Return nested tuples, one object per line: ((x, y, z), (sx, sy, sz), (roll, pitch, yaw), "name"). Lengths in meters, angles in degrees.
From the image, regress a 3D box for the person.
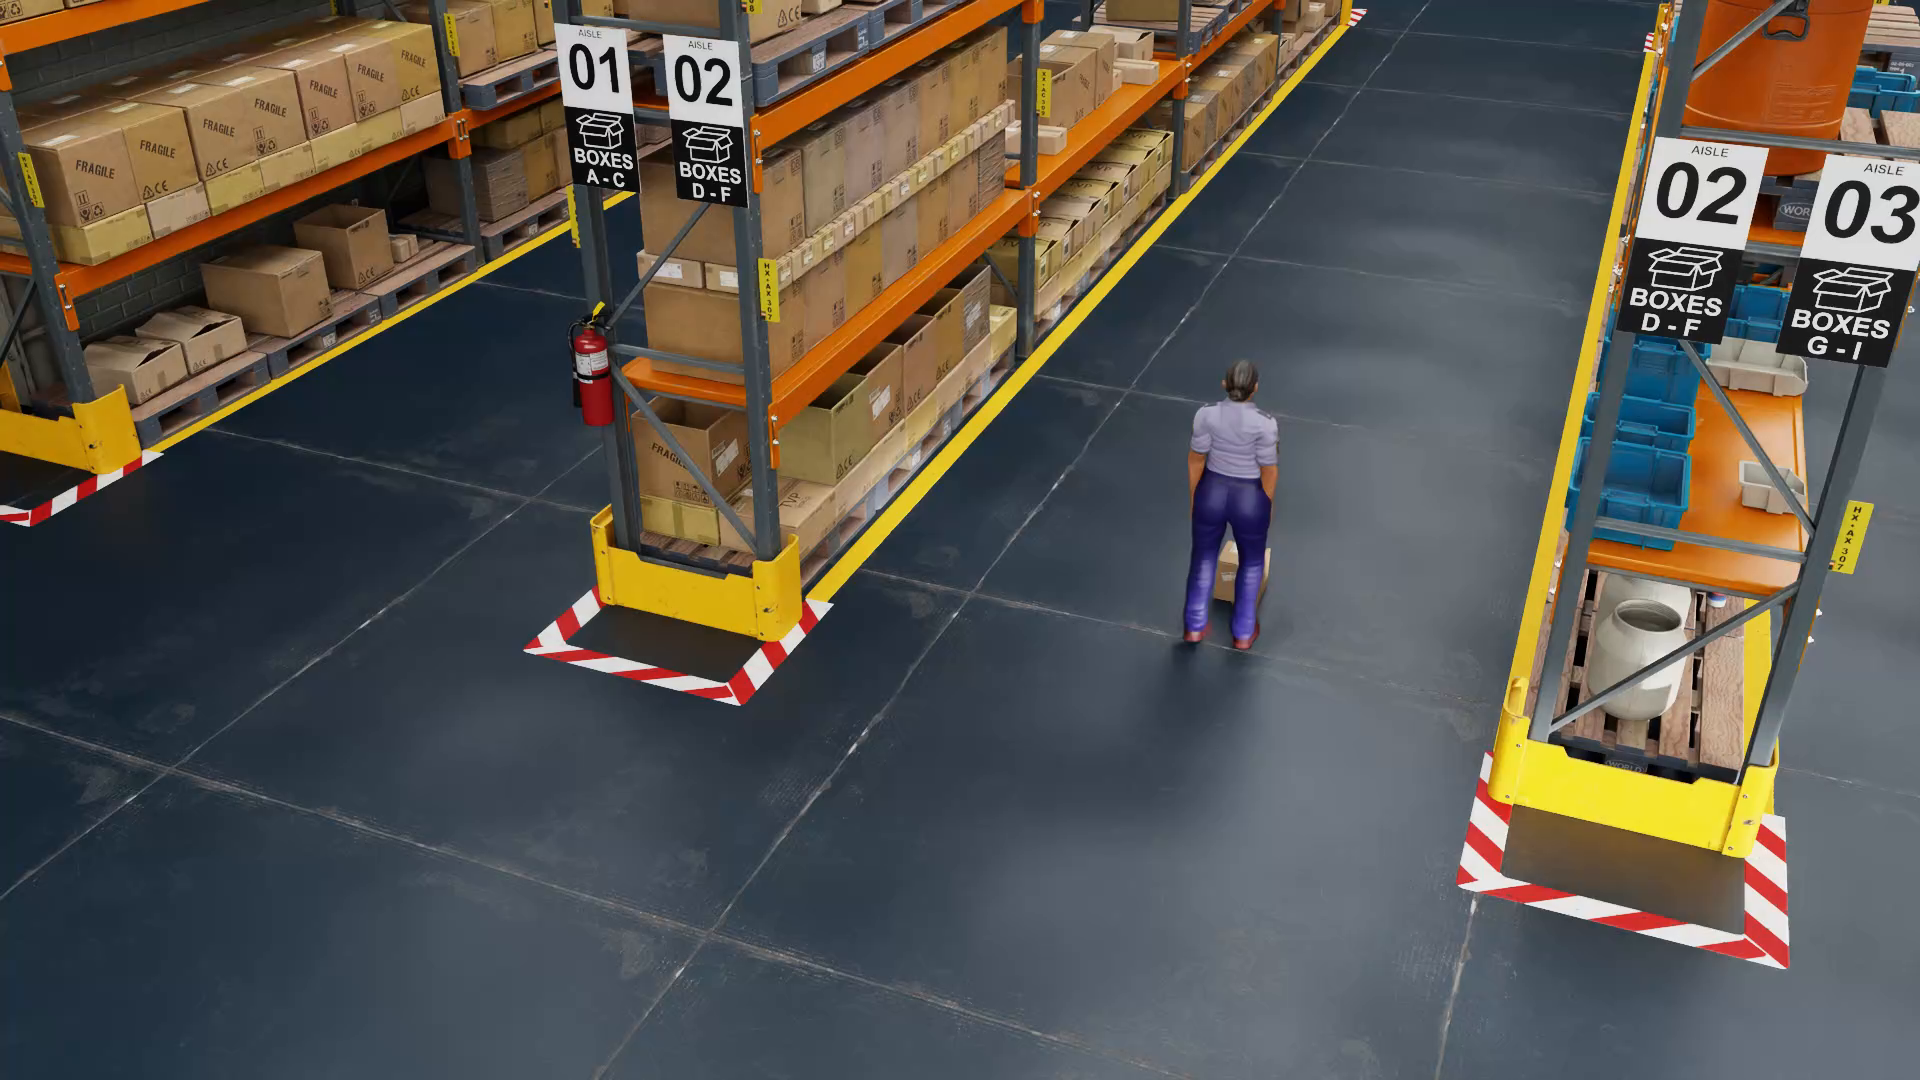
((1.424, -0.182, 8.765), (0.466, 1.652, 0.344), (12, 32, 20), "person")
